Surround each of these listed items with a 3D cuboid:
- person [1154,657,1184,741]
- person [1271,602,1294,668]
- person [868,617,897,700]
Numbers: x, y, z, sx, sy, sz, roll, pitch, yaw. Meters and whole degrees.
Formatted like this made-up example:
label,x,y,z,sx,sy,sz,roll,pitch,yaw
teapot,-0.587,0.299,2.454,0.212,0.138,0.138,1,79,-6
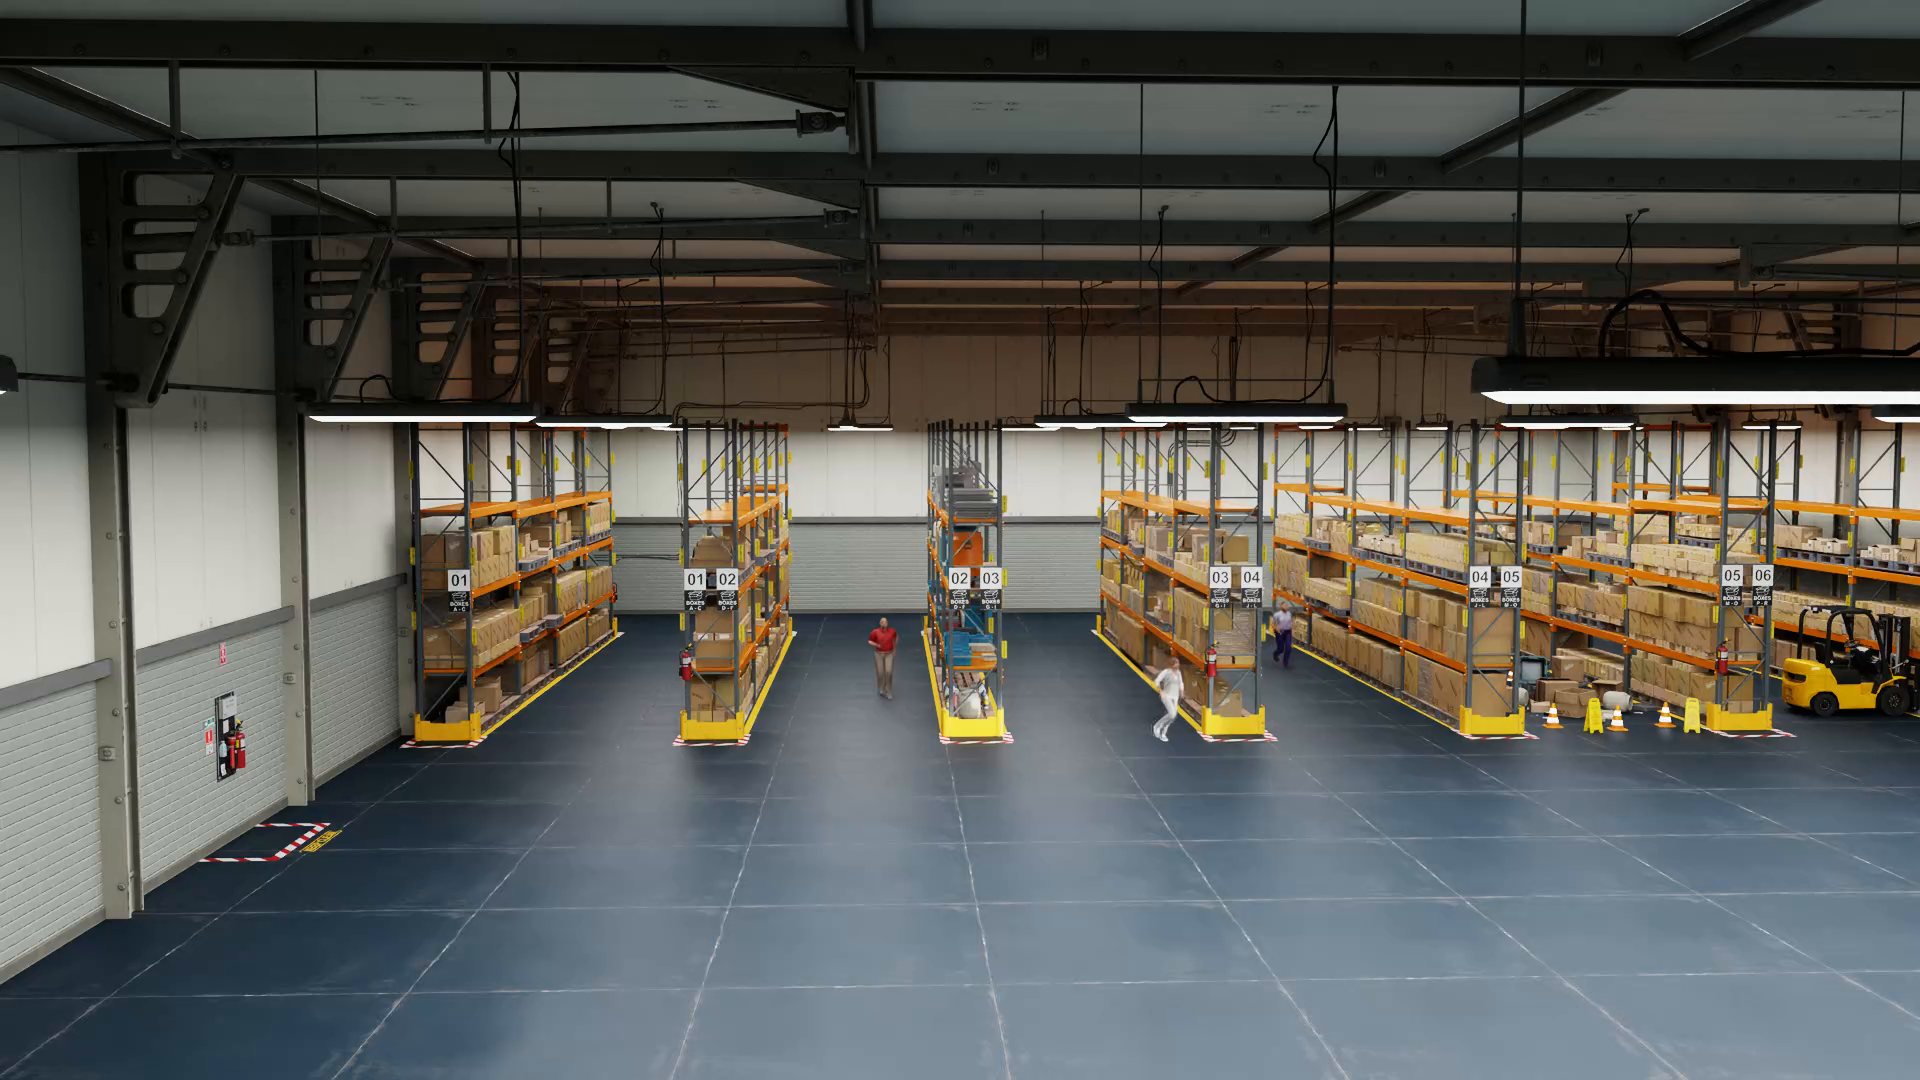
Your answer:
label,x,y,z,sx,sy,sz,roll,pitch,yaw
person,3.952,2.965,31.049,0.575,1.551,0.482,-2,4,-33
person,7.917,2.309,40.713,0.625,1.608,0.726,-1,4,-12
person,-1.669,2.569,36.092,0.640,1.799,0.801,0,4,-4
